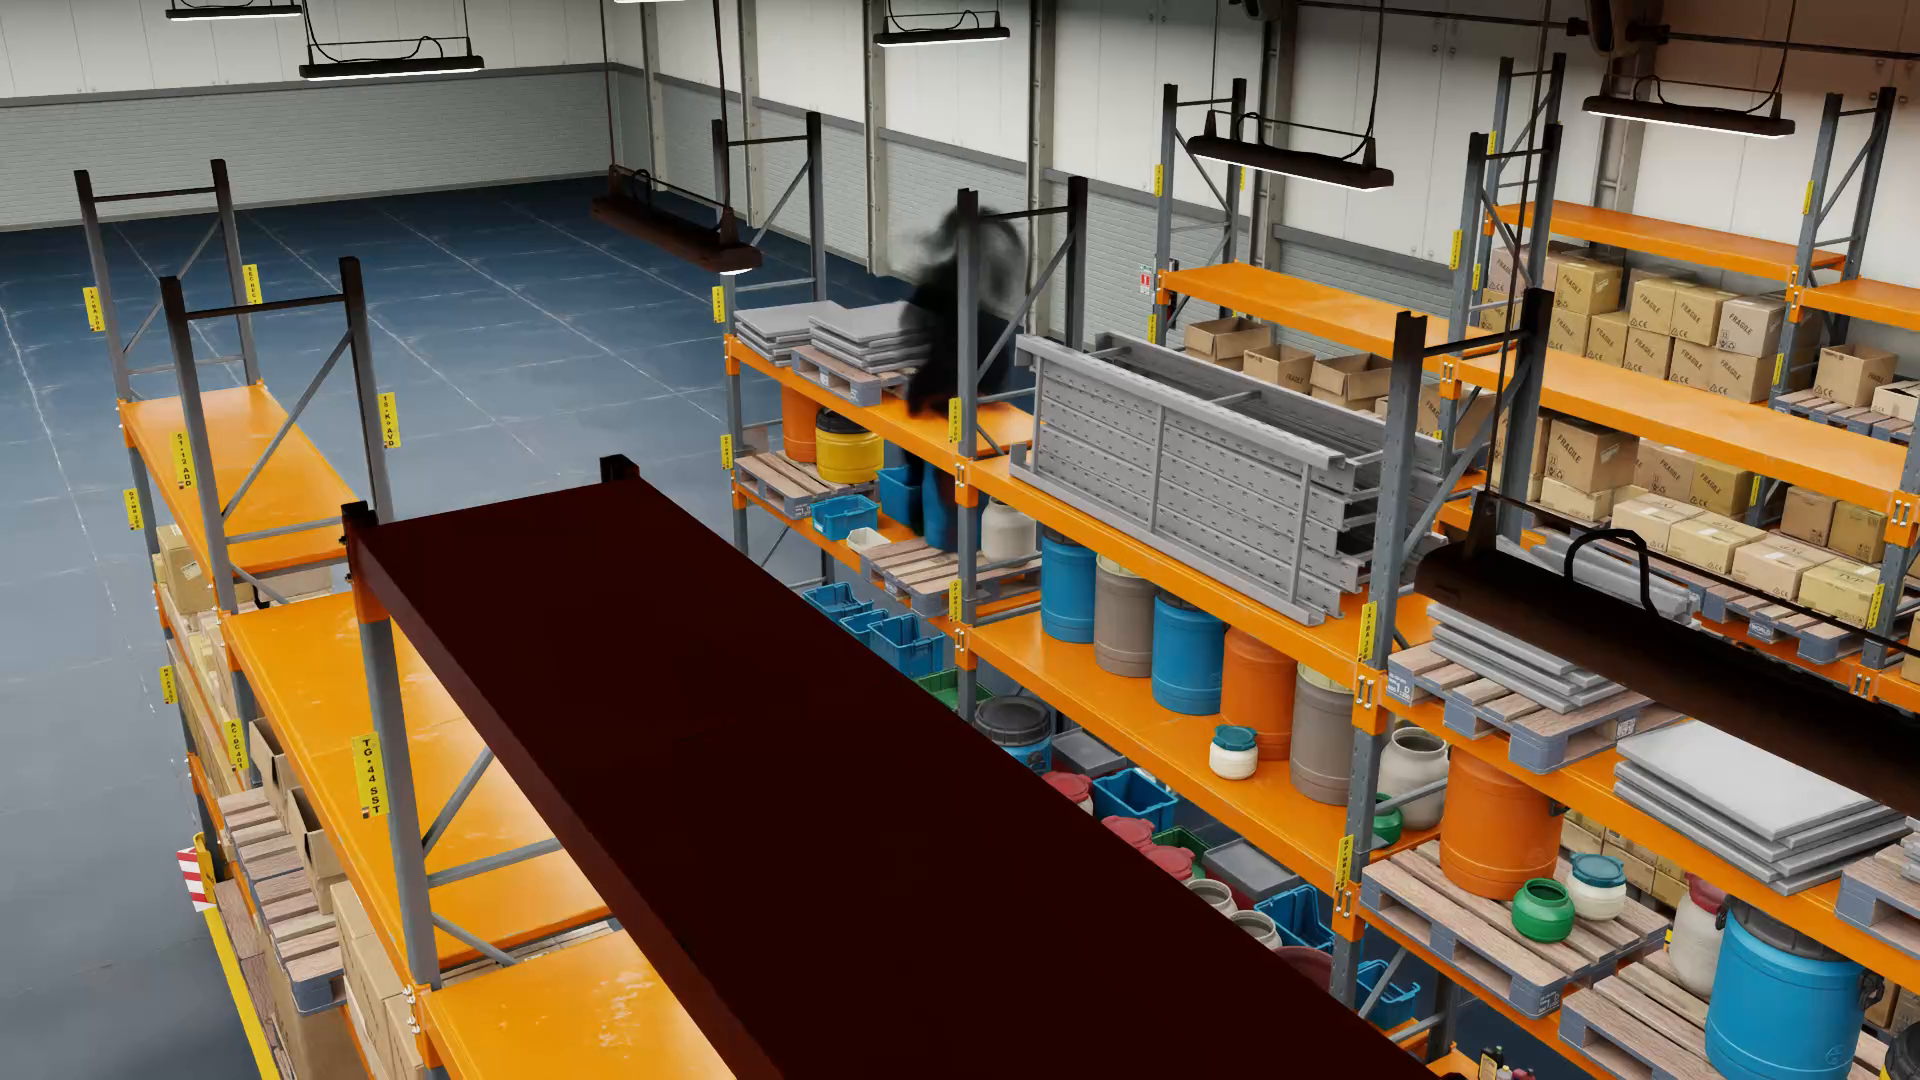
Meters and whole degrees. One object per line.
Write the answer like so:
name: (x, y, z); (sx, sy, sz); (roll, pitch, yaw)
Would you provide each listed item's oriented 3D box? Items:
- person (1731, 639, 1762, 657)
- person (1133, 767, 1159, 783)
person: (7.097, 1.605, 15.160); (0.587, 1.665, 0.838); (-15, 27, -34)
person: (1.778, 1.465, 14.793); (0.549, 1.644, 0.599); (-13, 25, -29)
